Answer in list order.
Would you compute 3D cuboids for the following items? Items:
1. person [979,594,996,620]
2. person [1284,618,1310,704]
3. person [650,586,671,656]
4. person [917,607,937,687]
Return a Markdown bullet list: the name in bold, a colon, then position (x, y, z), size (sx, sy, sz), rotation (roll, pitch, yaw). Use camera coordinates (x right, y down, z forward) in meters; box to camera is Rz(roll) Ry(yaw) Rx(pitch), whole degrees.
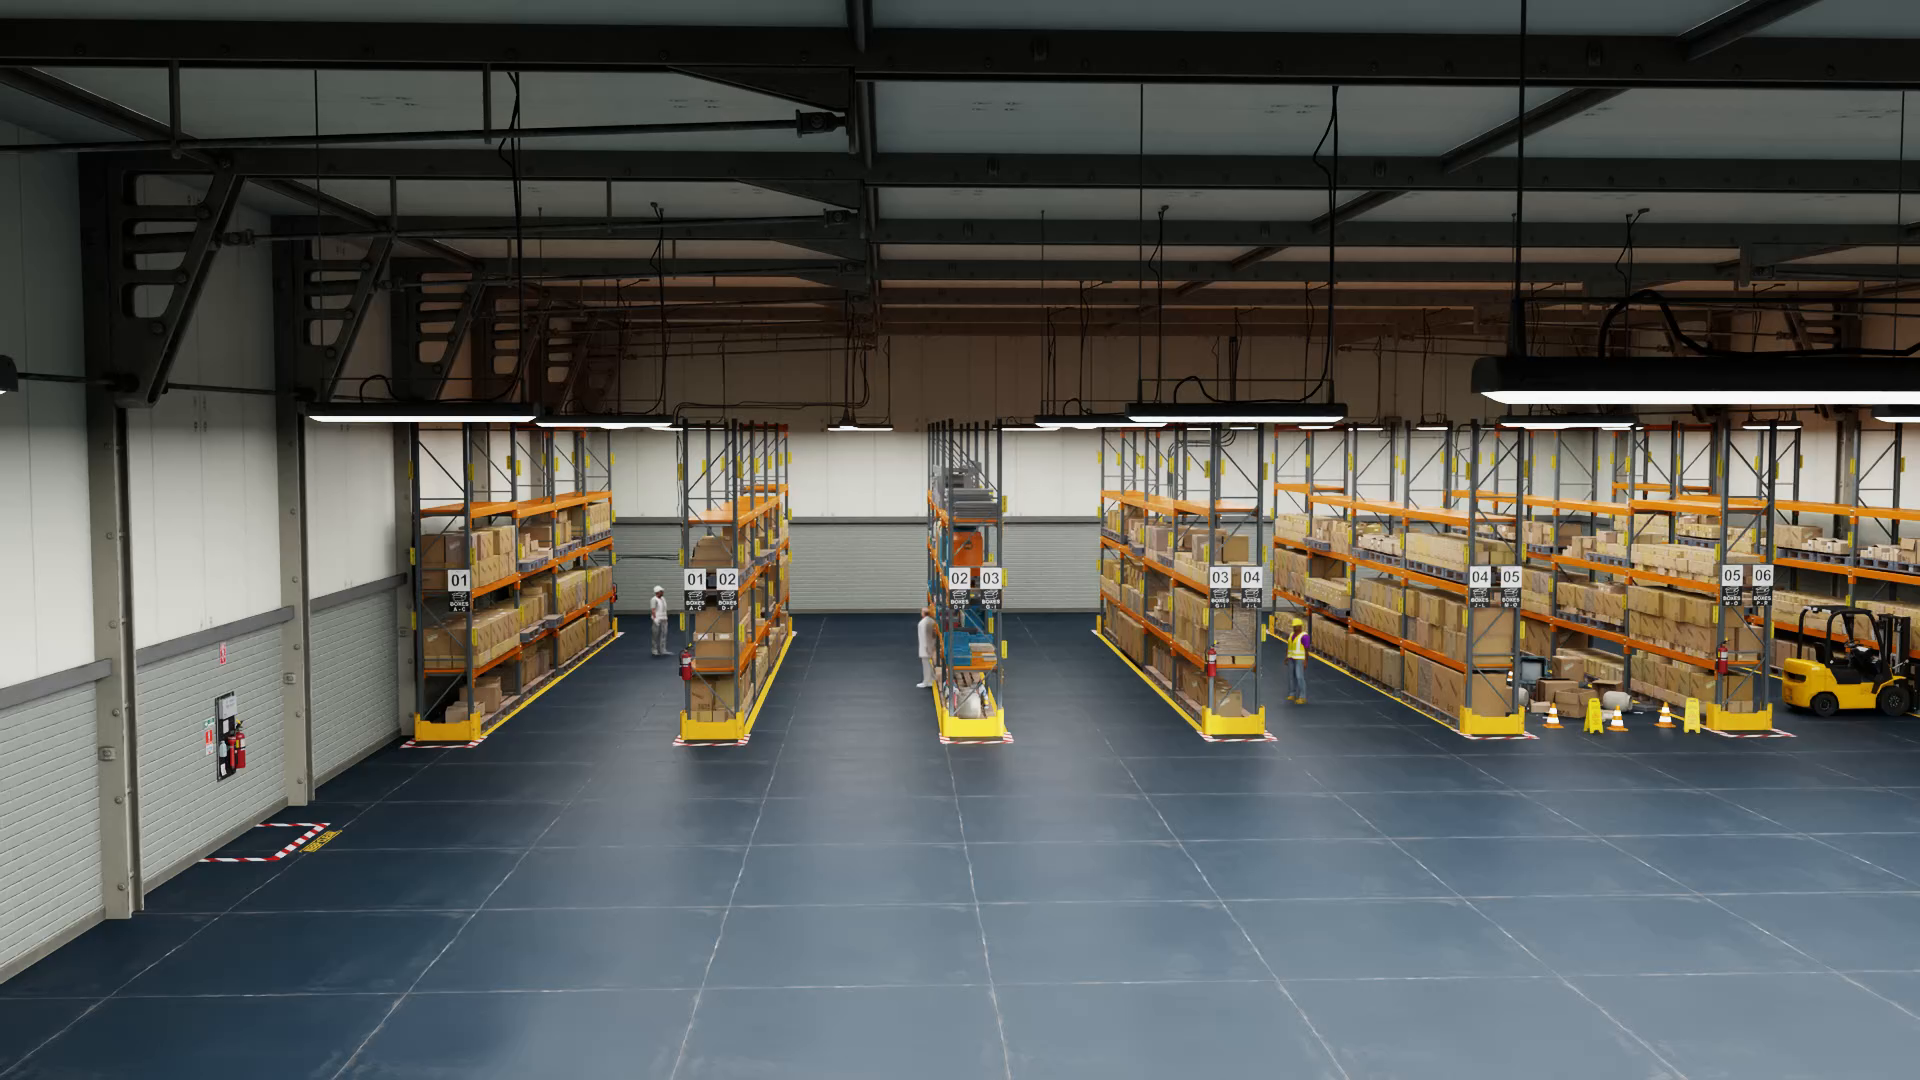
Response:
- **person**: position (0.662, 1.583, 50.985), size (0.862, 1.749, 0.582), rotation (1, 4, 14)
- **person**: position (7.173, 2.573, 35.576), size (0.468, 1.788, 0.594), rotation (-2, 4, -32)
- **person**: position (-7.740, 2.081, 42.938), size (0.509, 1.793, 0.598), rotation (3, 5, 39)
- **person**: position (-0.765, 2.413, 37.596), size (0.424, 1.799, 0.636), rotation (1, 4, 21)
